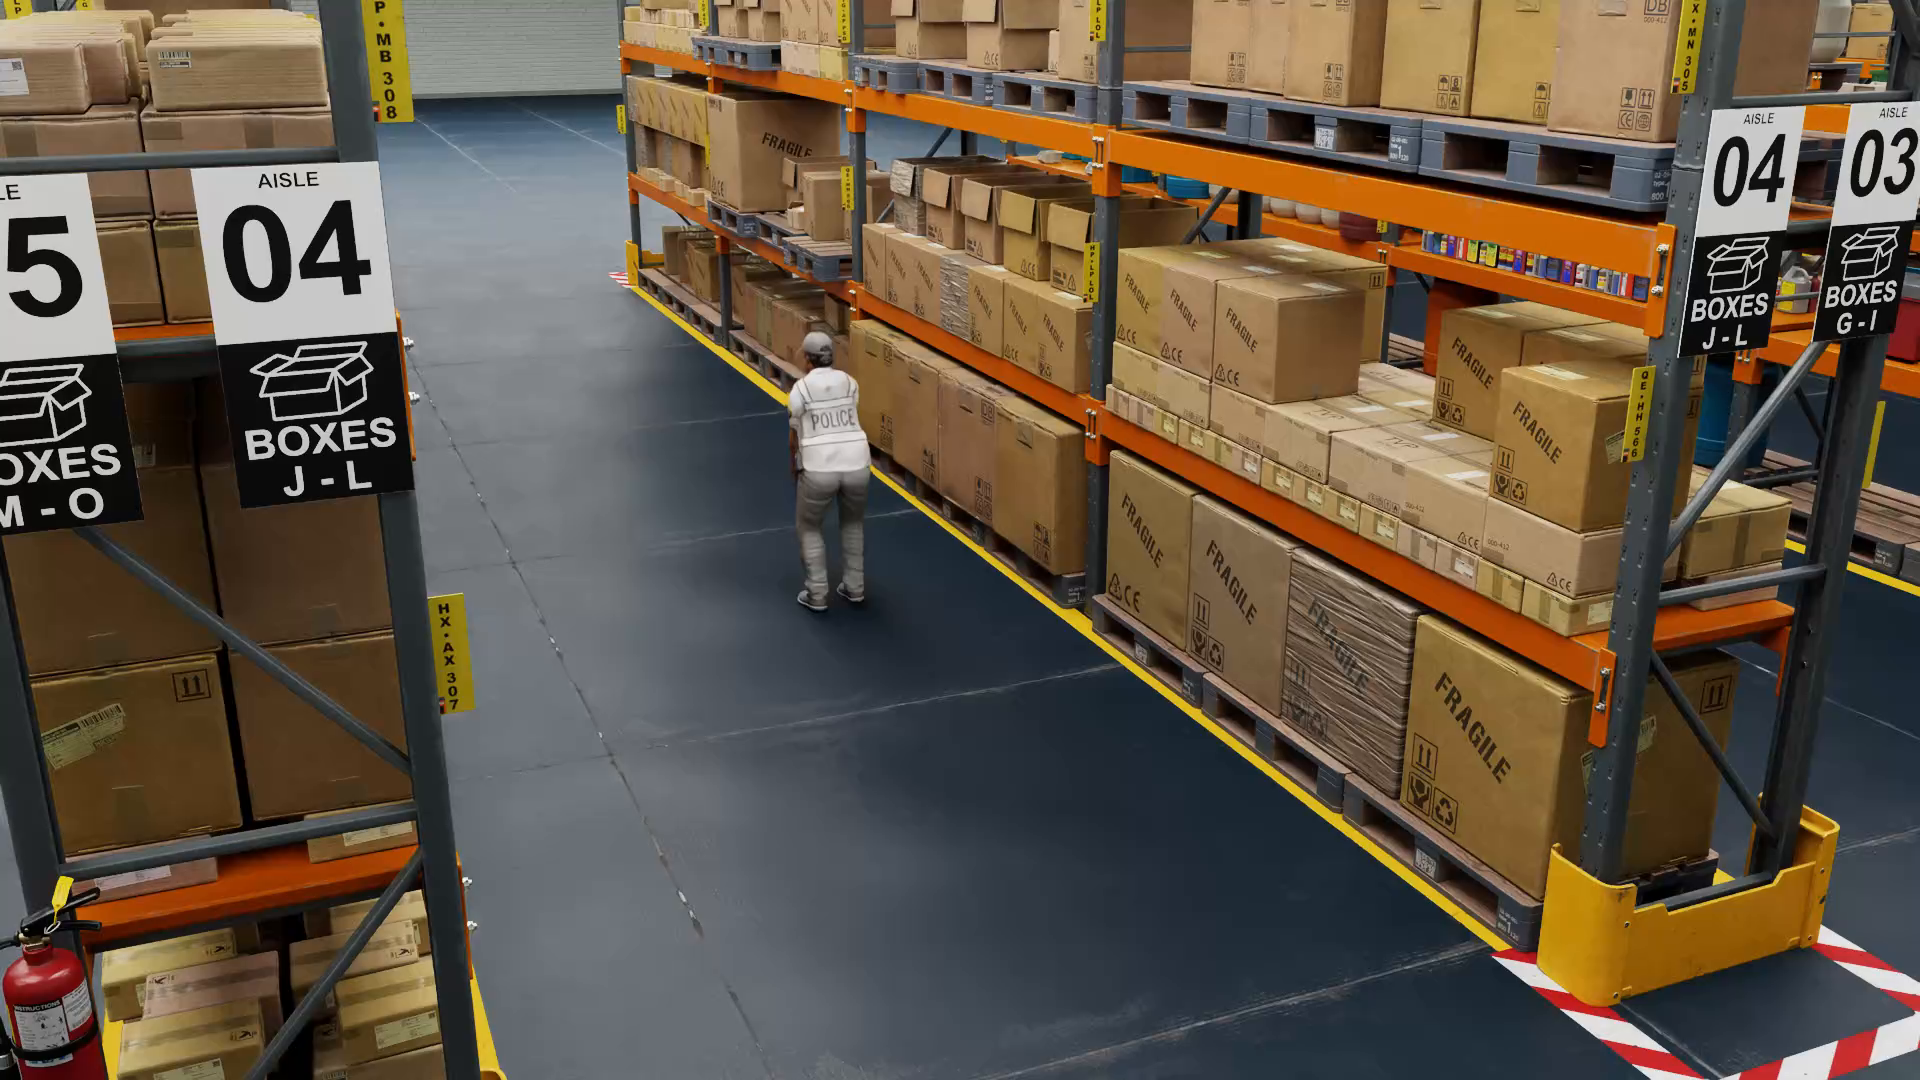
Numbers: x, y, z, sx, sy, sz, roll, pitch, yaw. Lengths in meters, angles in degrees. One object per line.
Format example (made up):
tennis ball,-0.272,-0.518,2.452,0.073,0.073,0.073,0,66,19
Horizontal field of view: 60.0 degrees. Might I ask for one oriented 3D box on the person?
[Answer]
person,-0.782,-0.408,9.805,0.452,1.638,0.581,-8,21,-23
